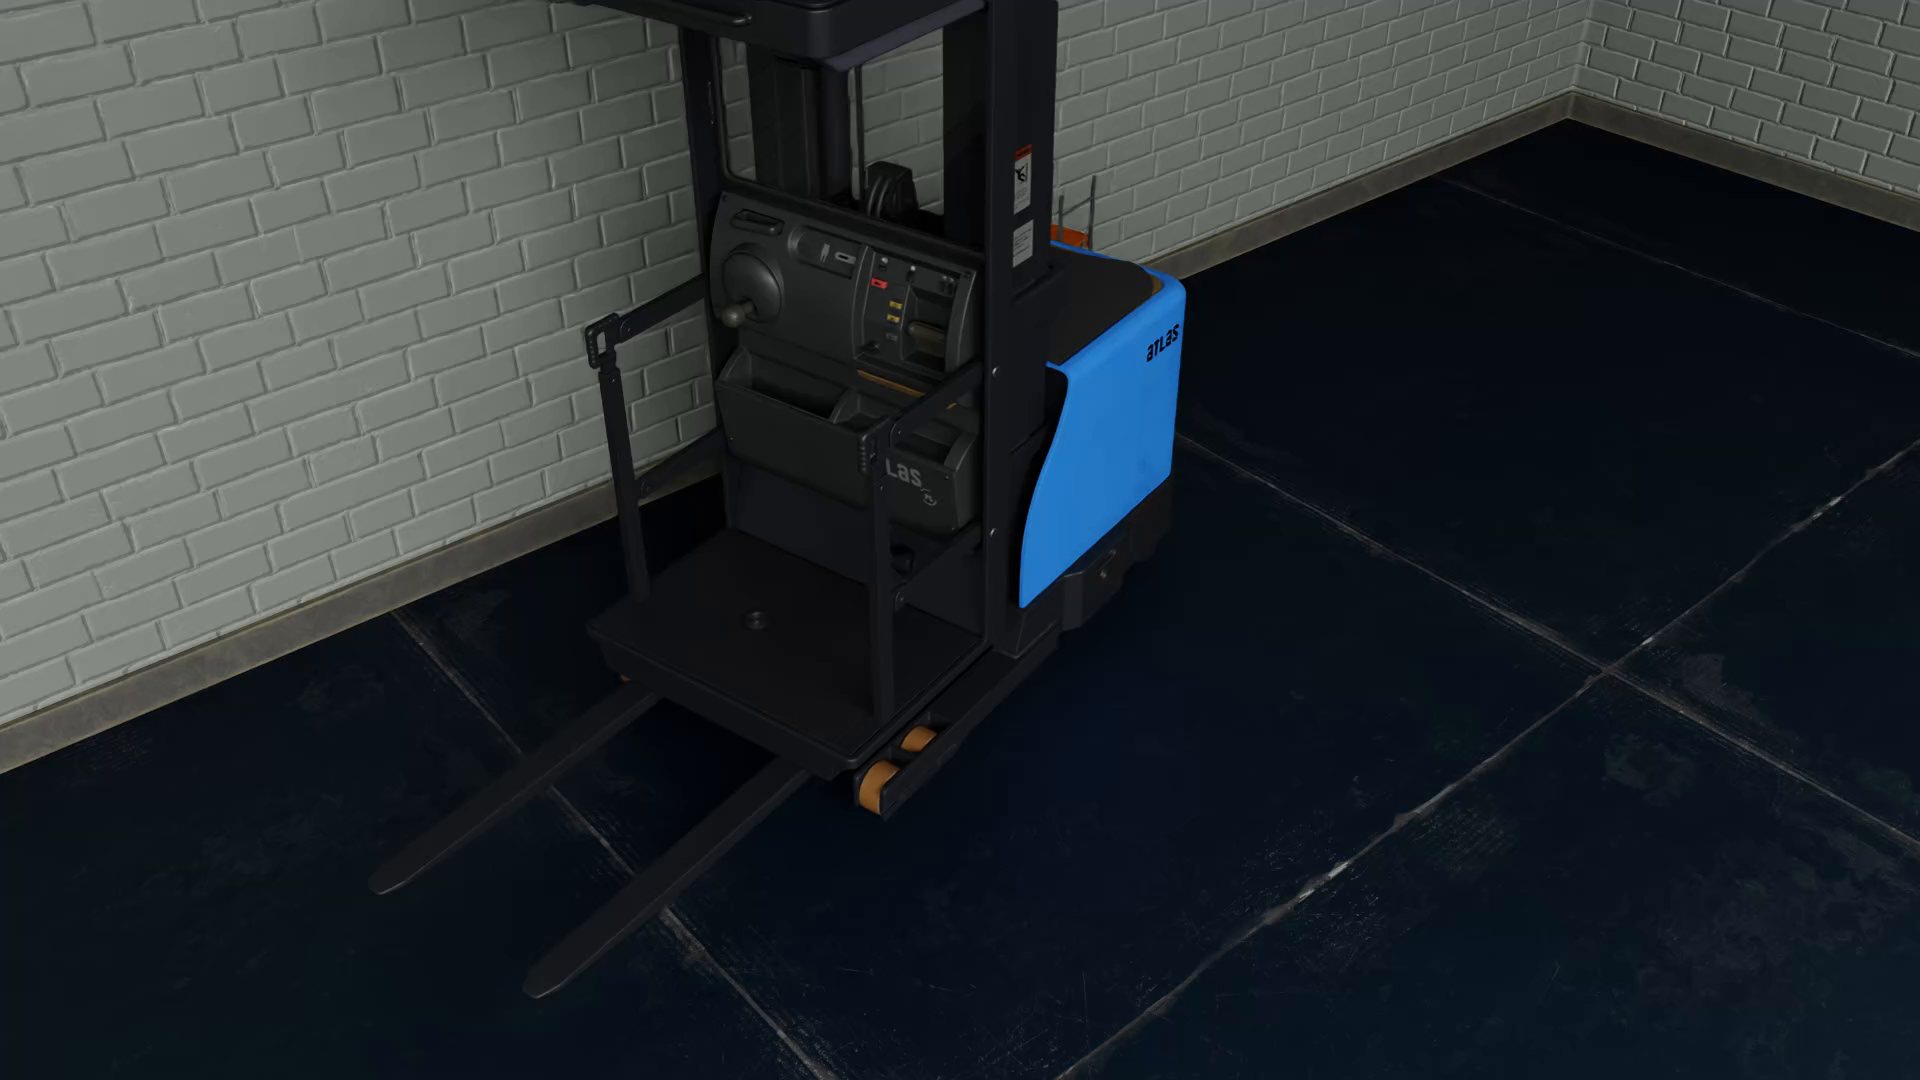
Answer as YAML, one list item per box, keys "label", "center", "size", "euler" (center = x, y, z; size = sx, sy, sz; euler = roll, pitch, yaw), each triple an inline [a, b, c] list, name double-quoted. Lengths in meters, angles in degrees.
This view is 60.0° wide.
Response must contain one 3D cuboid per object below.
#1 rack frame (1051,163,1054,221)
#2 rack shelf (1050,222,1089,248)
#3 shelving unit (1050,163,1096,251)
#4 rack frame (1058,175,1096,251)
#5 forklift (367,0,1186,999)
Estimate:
- label: "rack frame"
  center: [0.272, -0.843, 6.401]
  size: [0.006, 1.200, 0.240]
  euler: [22, 40, 28]
- label: "rack shelf"
  center: [0.348, -1.071, 6.177]
  size: [0.180, 0.103, 0.258]
  euler: [22, 40, 28]
- label: "shelving unit"
  center: [0.347, -0.813, 6.357]
  size: [0.189, 1.200, 0.258]
  euler: [22, 40, 28]
- label: "rack frame"
  center: [0.421, -0.782, 6.314]
  size: [0.006, 1.200, 0.240]
  euler: [22, 40, 28]
- label: "forklift"
  center: [-0.475, -0.675, 4.667]
  size: [1.130, 2.935, 3.031]
  euler: [22, 41, 28]
